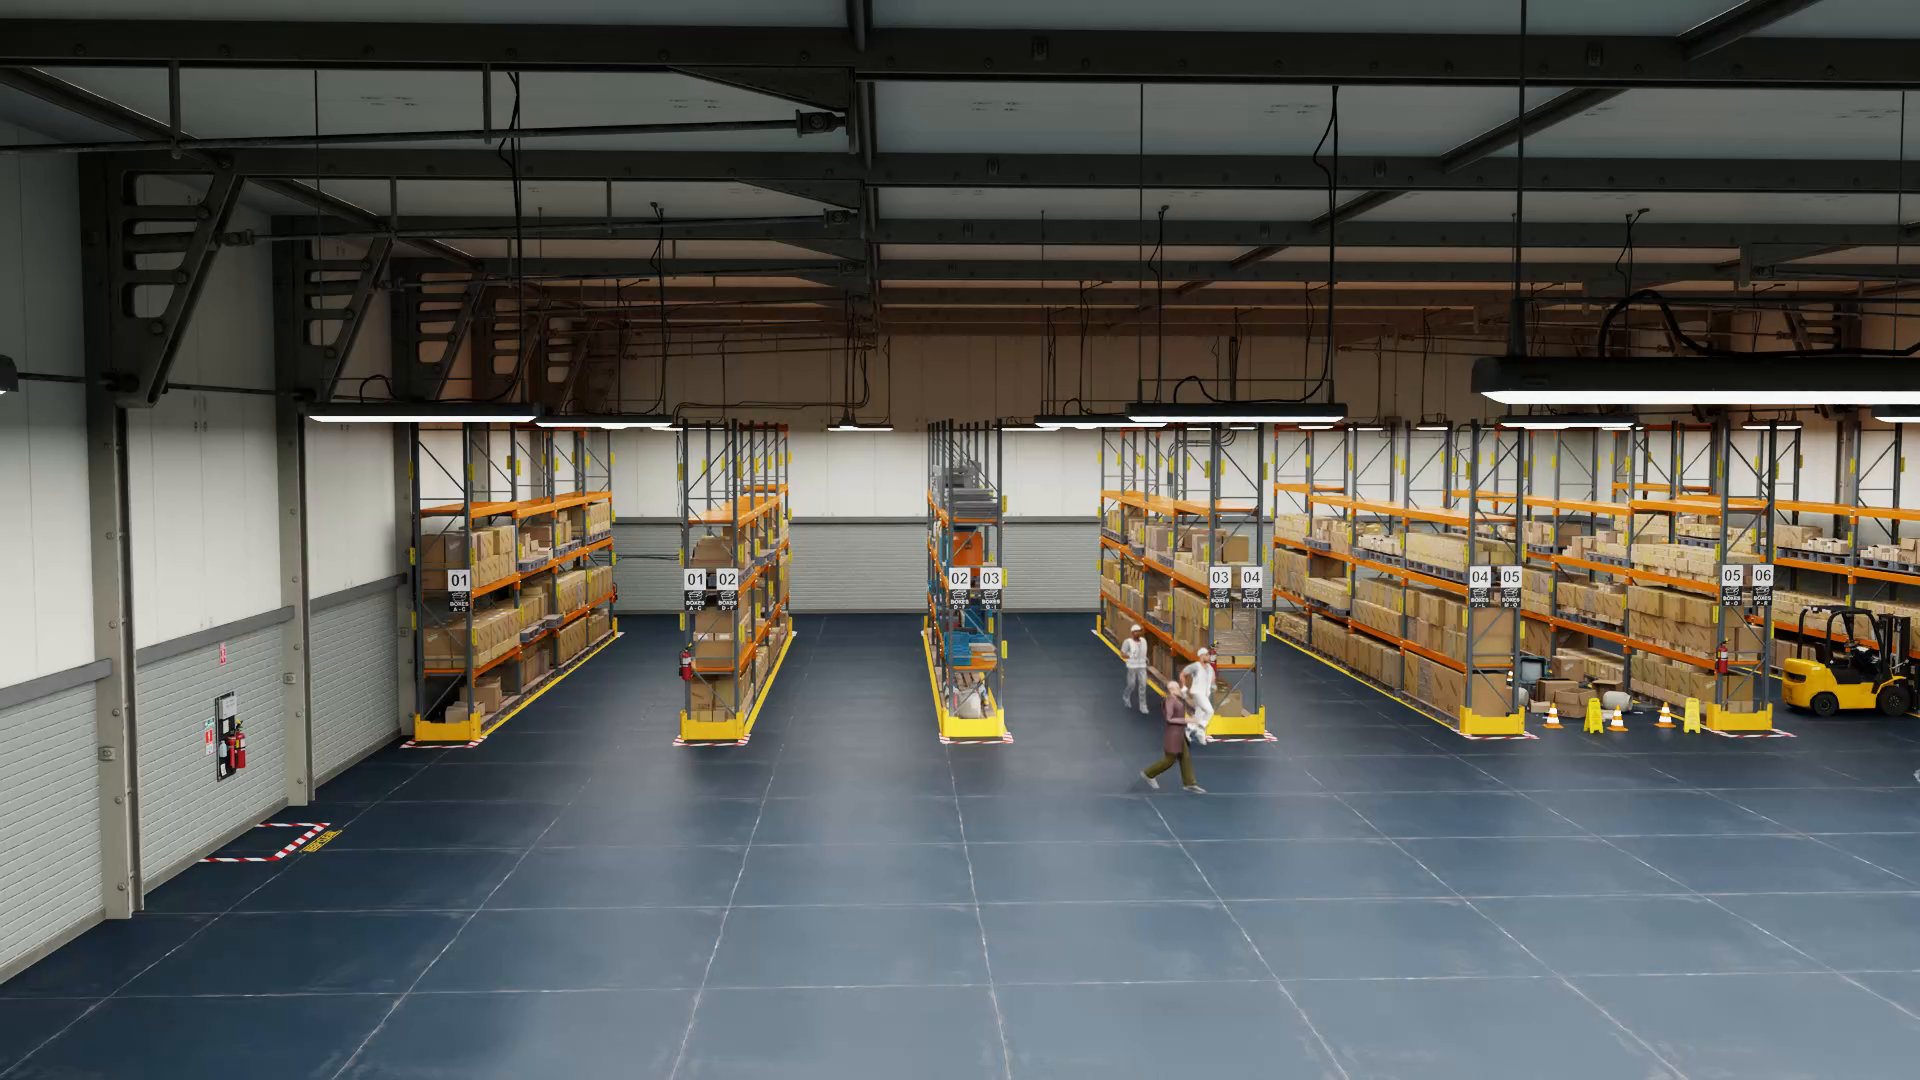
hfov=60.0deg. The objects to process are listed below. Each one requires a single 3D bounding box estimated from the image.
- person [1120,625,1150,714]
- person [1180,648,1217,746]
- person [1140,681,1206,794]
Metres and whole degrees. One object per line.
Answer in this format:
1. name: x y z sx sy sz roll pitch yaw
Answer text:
1. person: 3.610 2.615 33.986 0.690 1.762 0.972 -1 4 -16
2. person: 4.466 2.866 30.644 0.688 1.733 0.682 -3 5 -42
3. person: 3.382 3.125 26.351 1.049 1.781 0.710 1 4 20
